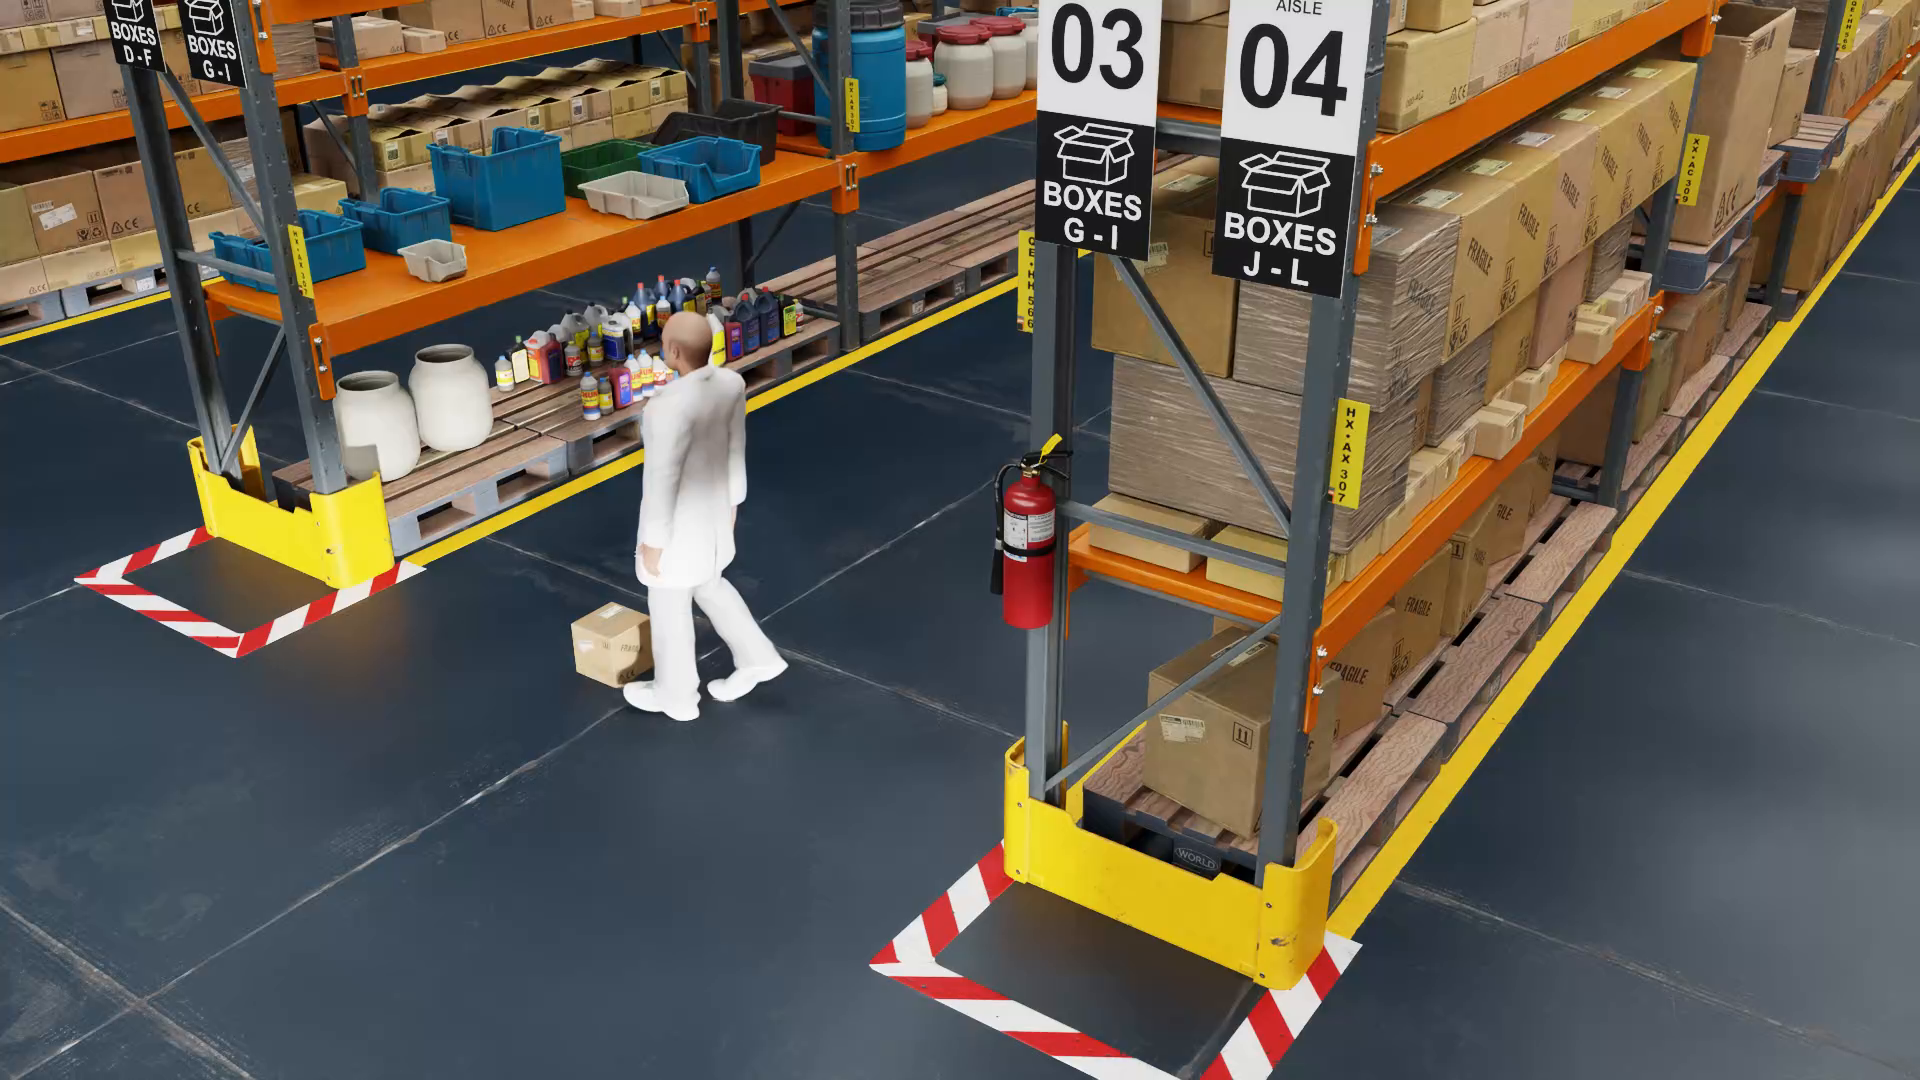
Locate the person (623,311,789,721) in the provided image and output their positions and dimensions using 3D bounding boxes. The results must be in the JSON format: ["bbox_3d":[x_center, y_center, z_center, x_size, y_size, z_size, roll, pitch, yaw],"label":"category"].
[{"bbox_3d":[-1.125,-0.084,6.799,0.623,1.790,0.618,13,29,24],"label":"person"}]
